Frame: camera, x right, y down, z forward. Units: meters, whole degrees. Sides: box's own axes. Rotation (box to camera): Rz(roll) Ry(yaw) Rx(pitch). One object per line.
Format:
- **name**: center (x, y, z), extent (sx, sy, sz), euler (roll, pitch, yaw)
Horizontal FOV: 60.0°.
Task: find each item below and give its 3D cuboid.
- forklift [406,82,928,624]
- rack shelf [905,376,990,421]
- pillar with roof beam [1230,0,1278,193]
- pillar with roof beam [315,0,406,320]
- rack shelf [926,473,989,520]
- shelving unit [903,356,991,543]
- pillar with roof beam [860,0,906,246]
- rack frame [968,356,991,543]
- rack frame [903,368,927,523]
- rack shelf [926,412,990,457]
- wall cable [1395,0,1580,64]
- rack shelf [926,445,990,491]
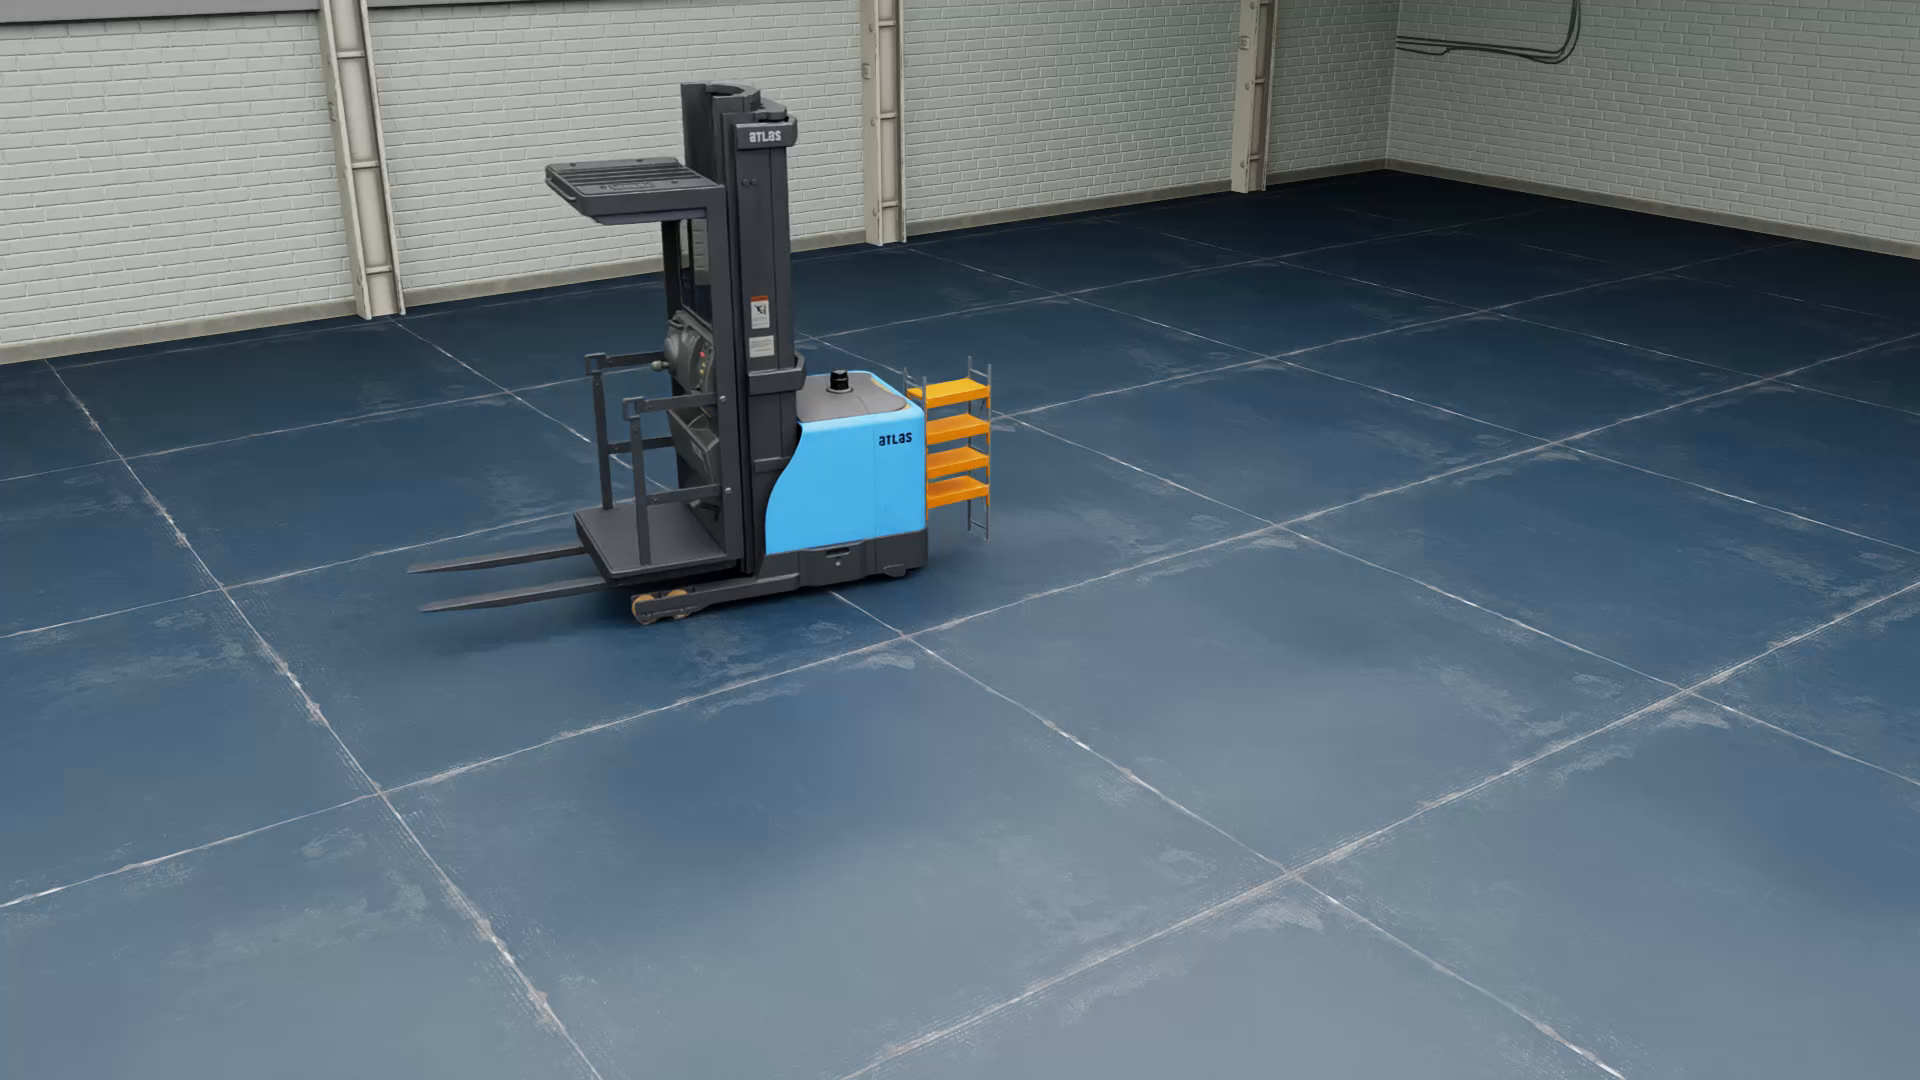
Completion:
- **forklift**: center (-1.764, -1.094, 9.684), extent (3.031, 2.935, 1.130), euler (-9, 24, -22)
- **rack shelf**: center (-0.079, -0.892, 10.453), extent (0.480, 0.148, 0.258), euler (-14, 26, -31)
- **pillar with roof beam**: center (6.501, -7.733, 18.133), extent (0.400, 9.000, 9.100), euler (-15, 26, -33)
- **pillar with roof beam**: center (-3.240, -5.135, 11.624), extent (0.400, 9.000, 9.100), euler (-15, 26, -33)
- **rack shelf**: center (-0.079, -0.280, 10.697), extent (0.480, 0.148, 0.258), euler (-14, 26, -31)
- **shelving unit**: center (-0.079, -0.527, 10.598), extent (0.503, 1.200, 0.258), euler (-14, 26, -31)
- **pillar with roof beam**: center (1.630, -6.434, 14.878), extent (0.400, 9.000, 9.100), euler (-15, 26, -33)
- **rack frame**: center (0.123, -0.578, 10.725), extent (0.015, 1.200, 0.240), euler (-14, 26, -31)
- **rack frame**: center (-0.282, -0.477, 10.472), extent (0.015, 1.200, 0.240), euler (-14, 26, -31)
- **rack shelf**: center (-0.079, -0.672, 10.540), extent (0.480, 0.148, 0.258), euler (-14, 26, -31)
- **wall cable**: center (7.150, -7.826, 22.555), extent (0.112, 2.526, 3.097), euler (-15, 26, -33)
- **rack shelf**: center (-0.079, -0.465, 10.623), extent (0.480, 0.148, 0.258), euler (-14, 26, -31)
